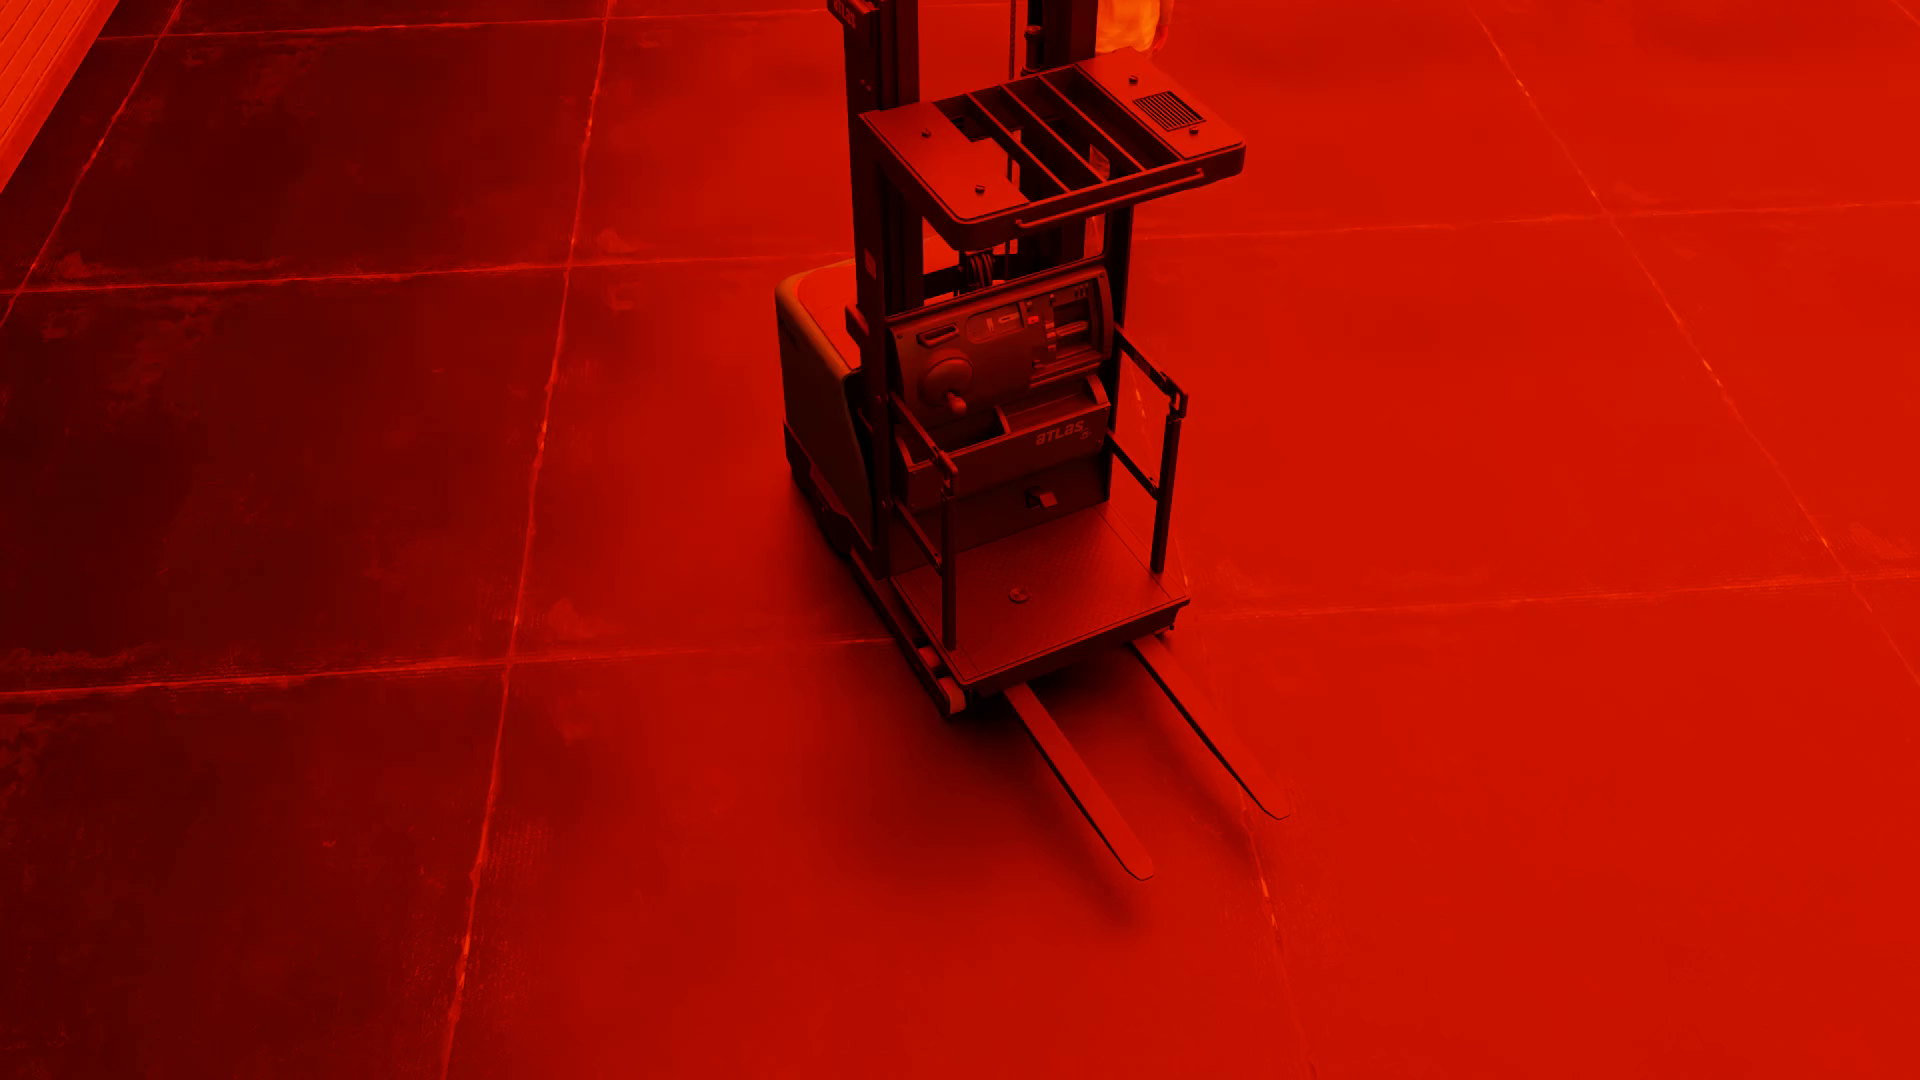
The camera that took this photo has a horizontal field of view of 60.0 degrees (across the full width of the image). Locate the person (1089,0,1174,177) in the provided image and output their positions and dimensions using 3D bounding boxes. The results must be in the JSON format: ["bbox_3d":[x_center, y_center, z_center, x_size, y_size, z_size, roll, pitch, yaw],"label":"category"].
[{"bbox_3d":[0.882,-2.902,9.470,0.629,1.774,0.566,-5,44,-6],"label":"person"}]

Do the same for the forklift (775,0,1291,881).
[{"bbox_3d":[0.276,-0.684,6.325,1.130,2.935,3.031,-19,47,-19],"label":"forklift"}]
